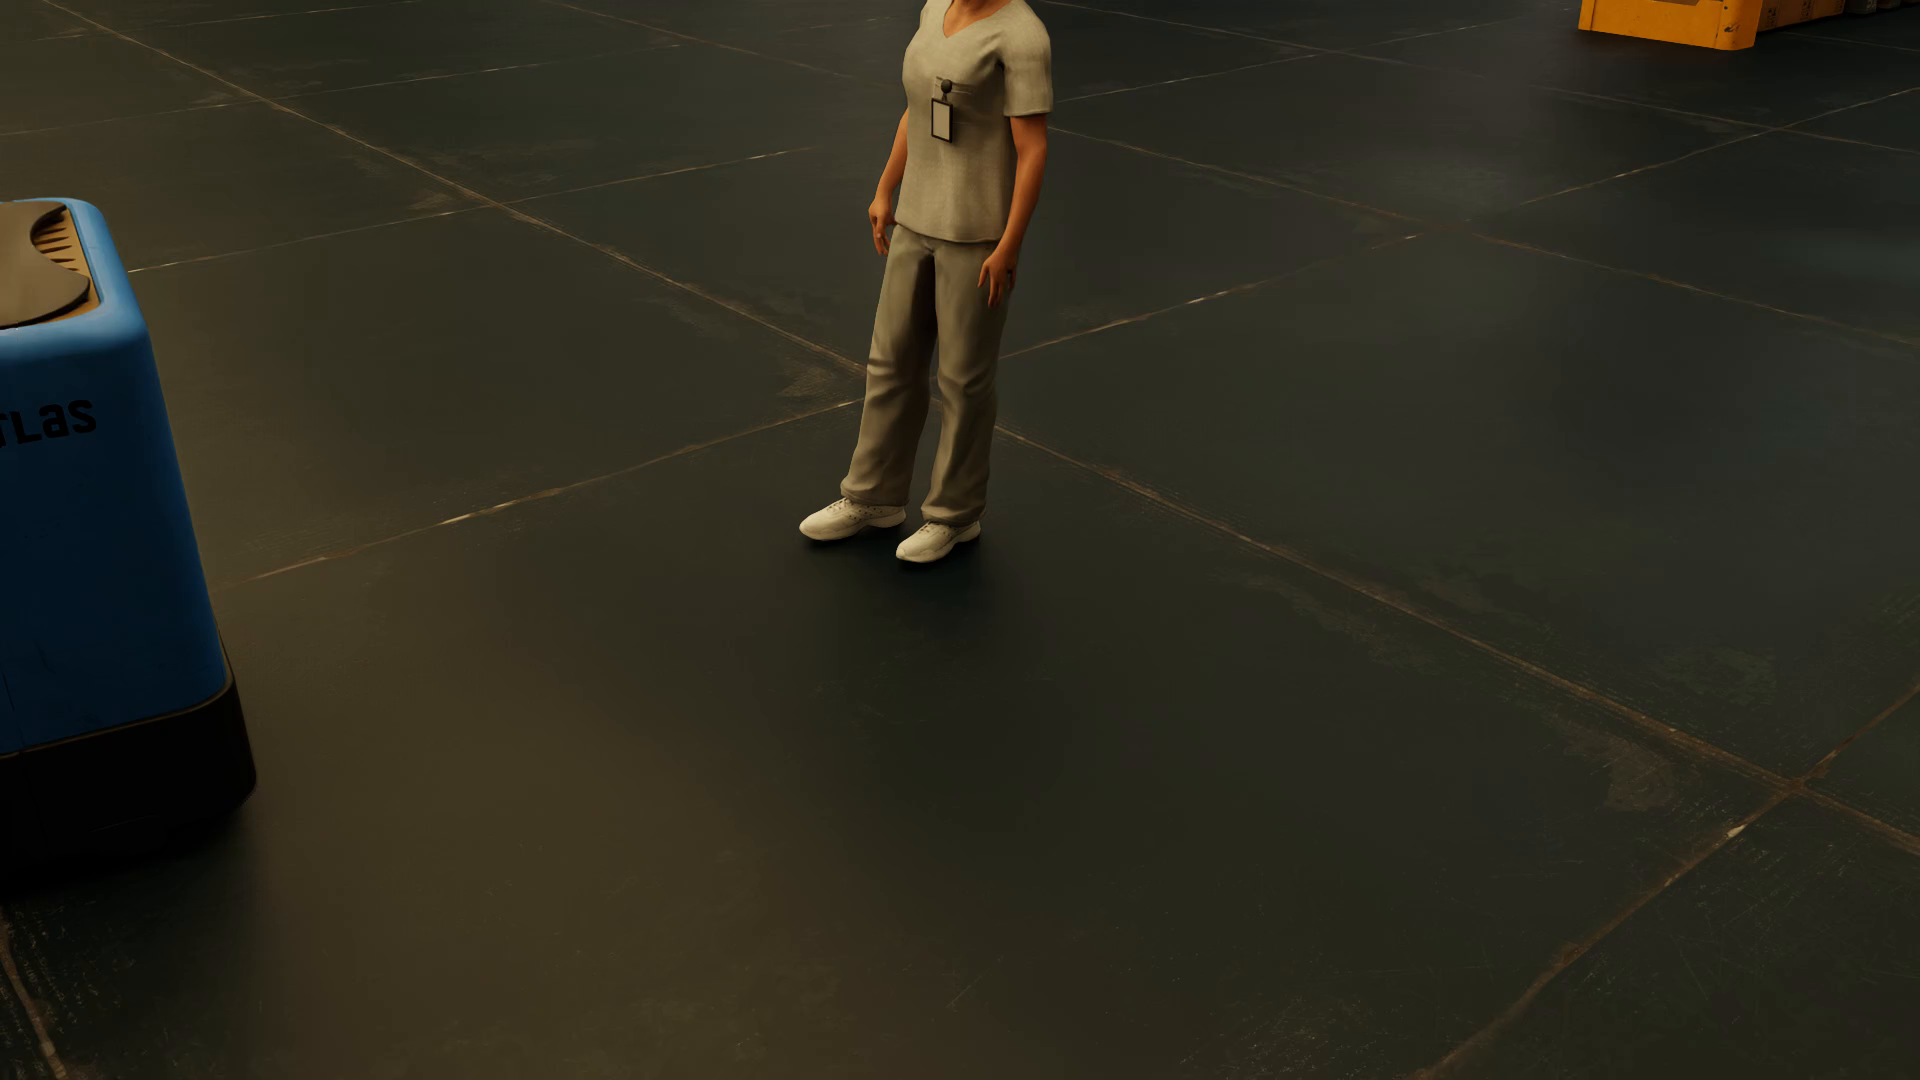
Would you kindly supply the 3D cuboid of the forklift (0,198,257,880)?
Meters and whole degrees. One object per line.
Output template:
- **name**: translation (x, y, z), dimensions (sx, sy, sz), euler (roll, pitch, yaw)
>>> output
- **forklift**: translation (-2.953, -0.600, 2.412), dimensions (3.031, 2.935, 1.130), euler (-14, 30, -26)

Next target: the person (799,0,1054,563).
- **person**: translation (-0.065, -0.741, 4.092), dimensions (0.549, 1.675, 0.550), euler (-20, 33, -35)
